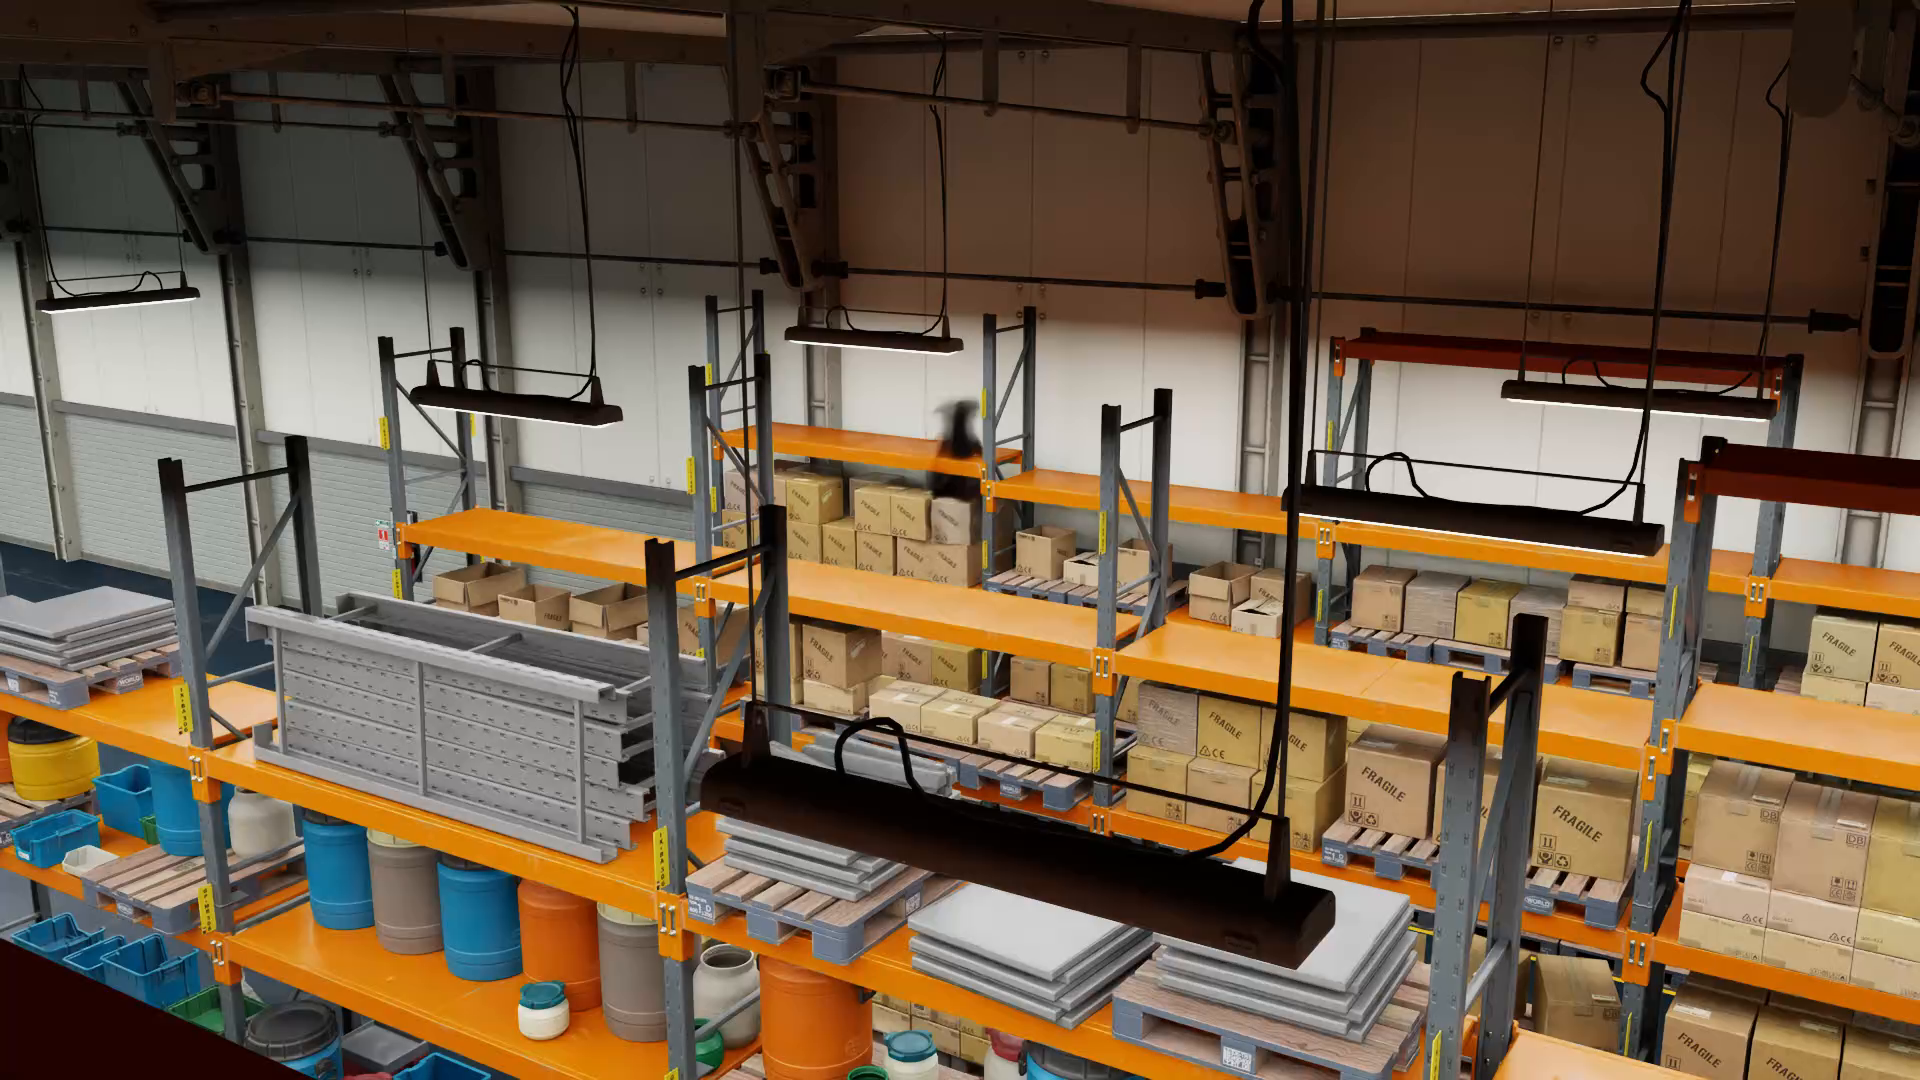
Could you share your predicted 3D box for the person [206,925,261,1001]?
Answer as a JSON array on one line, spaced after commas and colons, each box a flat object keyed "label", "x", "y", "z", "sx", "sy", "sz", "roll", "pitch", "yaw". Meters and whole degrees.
[{"label": "person", "x": -6.719, "y": 3.637, "z": 15.142, "sx": 0.733, "sy": 1.642, "sz": 0.651, "roll": 11, "pitch": 18, "yaw": 39}]
